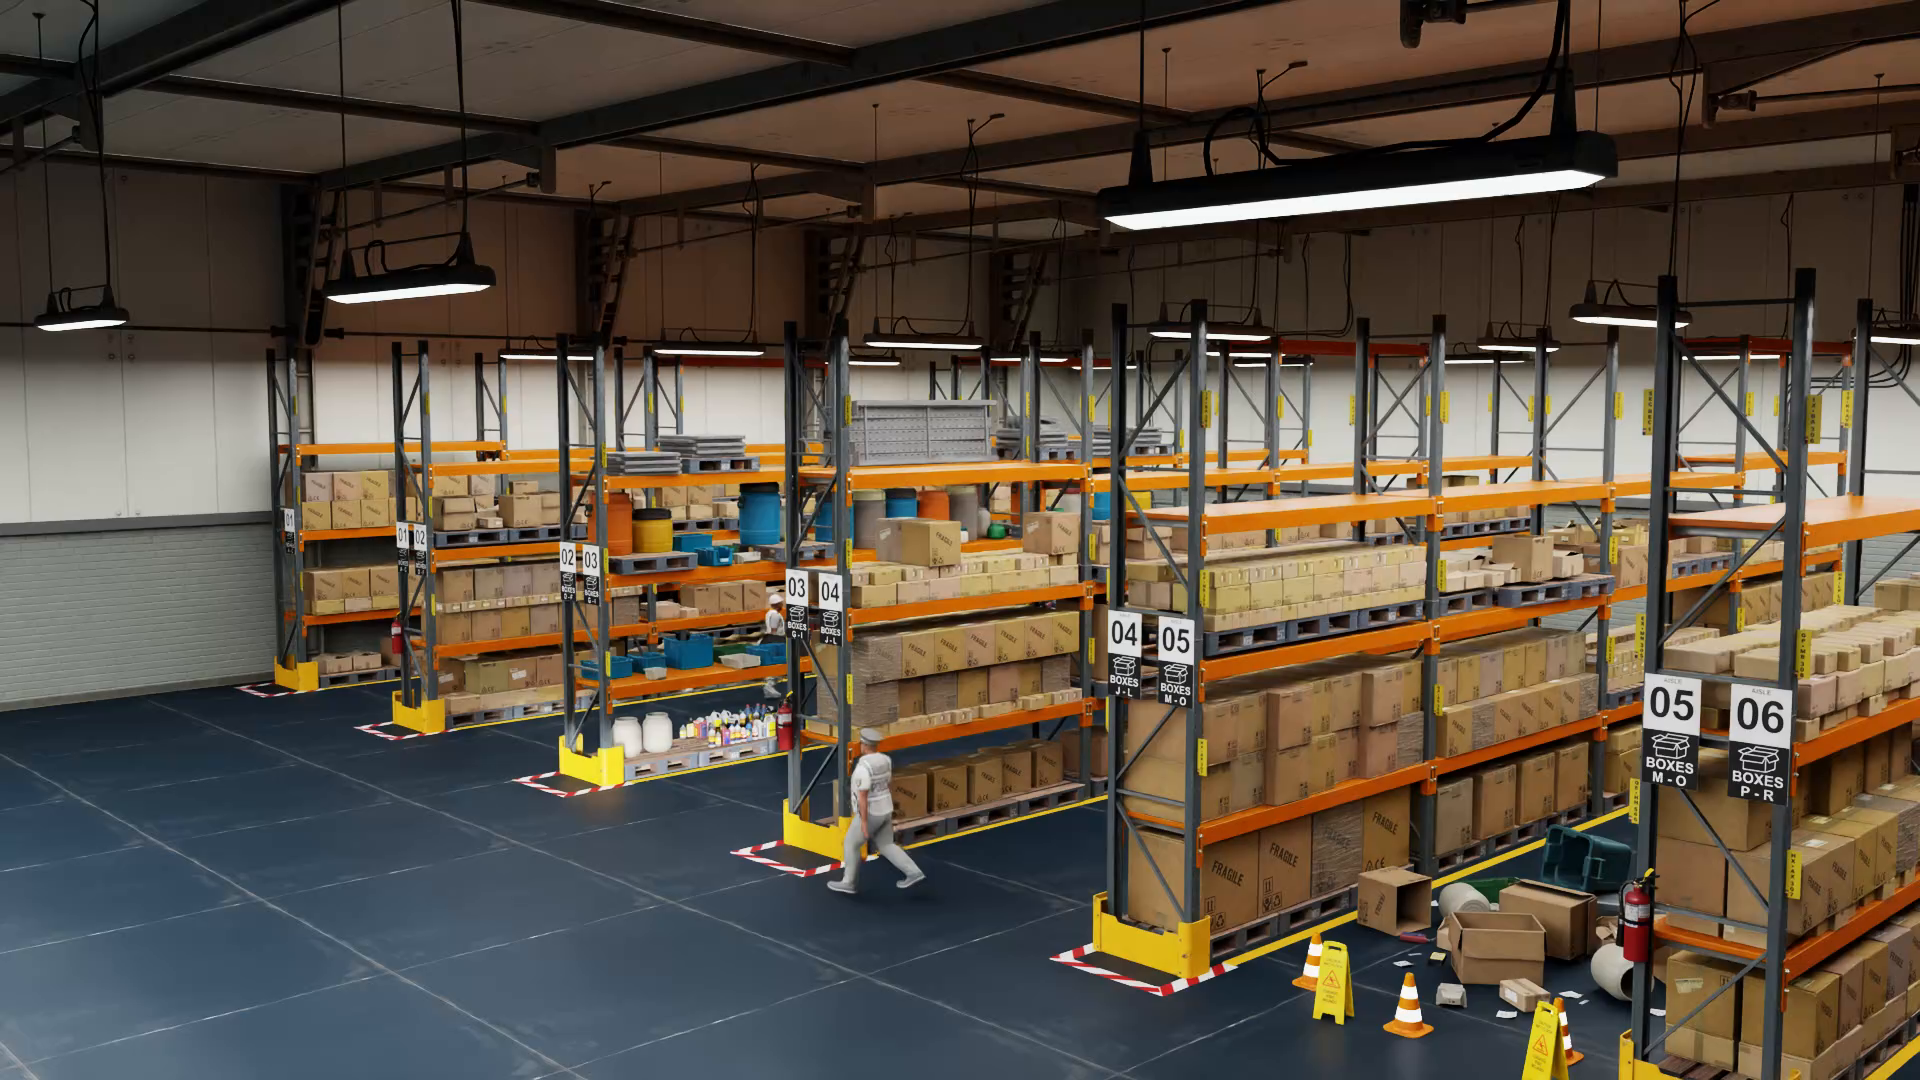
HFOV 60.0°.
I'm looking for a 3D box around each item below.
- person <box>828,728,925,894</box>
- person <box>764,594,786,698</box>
[{"bbox_3d":[-0.909,2.805,17.177,0.963,1.726,0.539,2,5,22],"label":"person"},{"bbox_3d":[-3.189,1.812,28.412,0.474,1.774,0.585,-3,6,-29],"label":"person"}]
